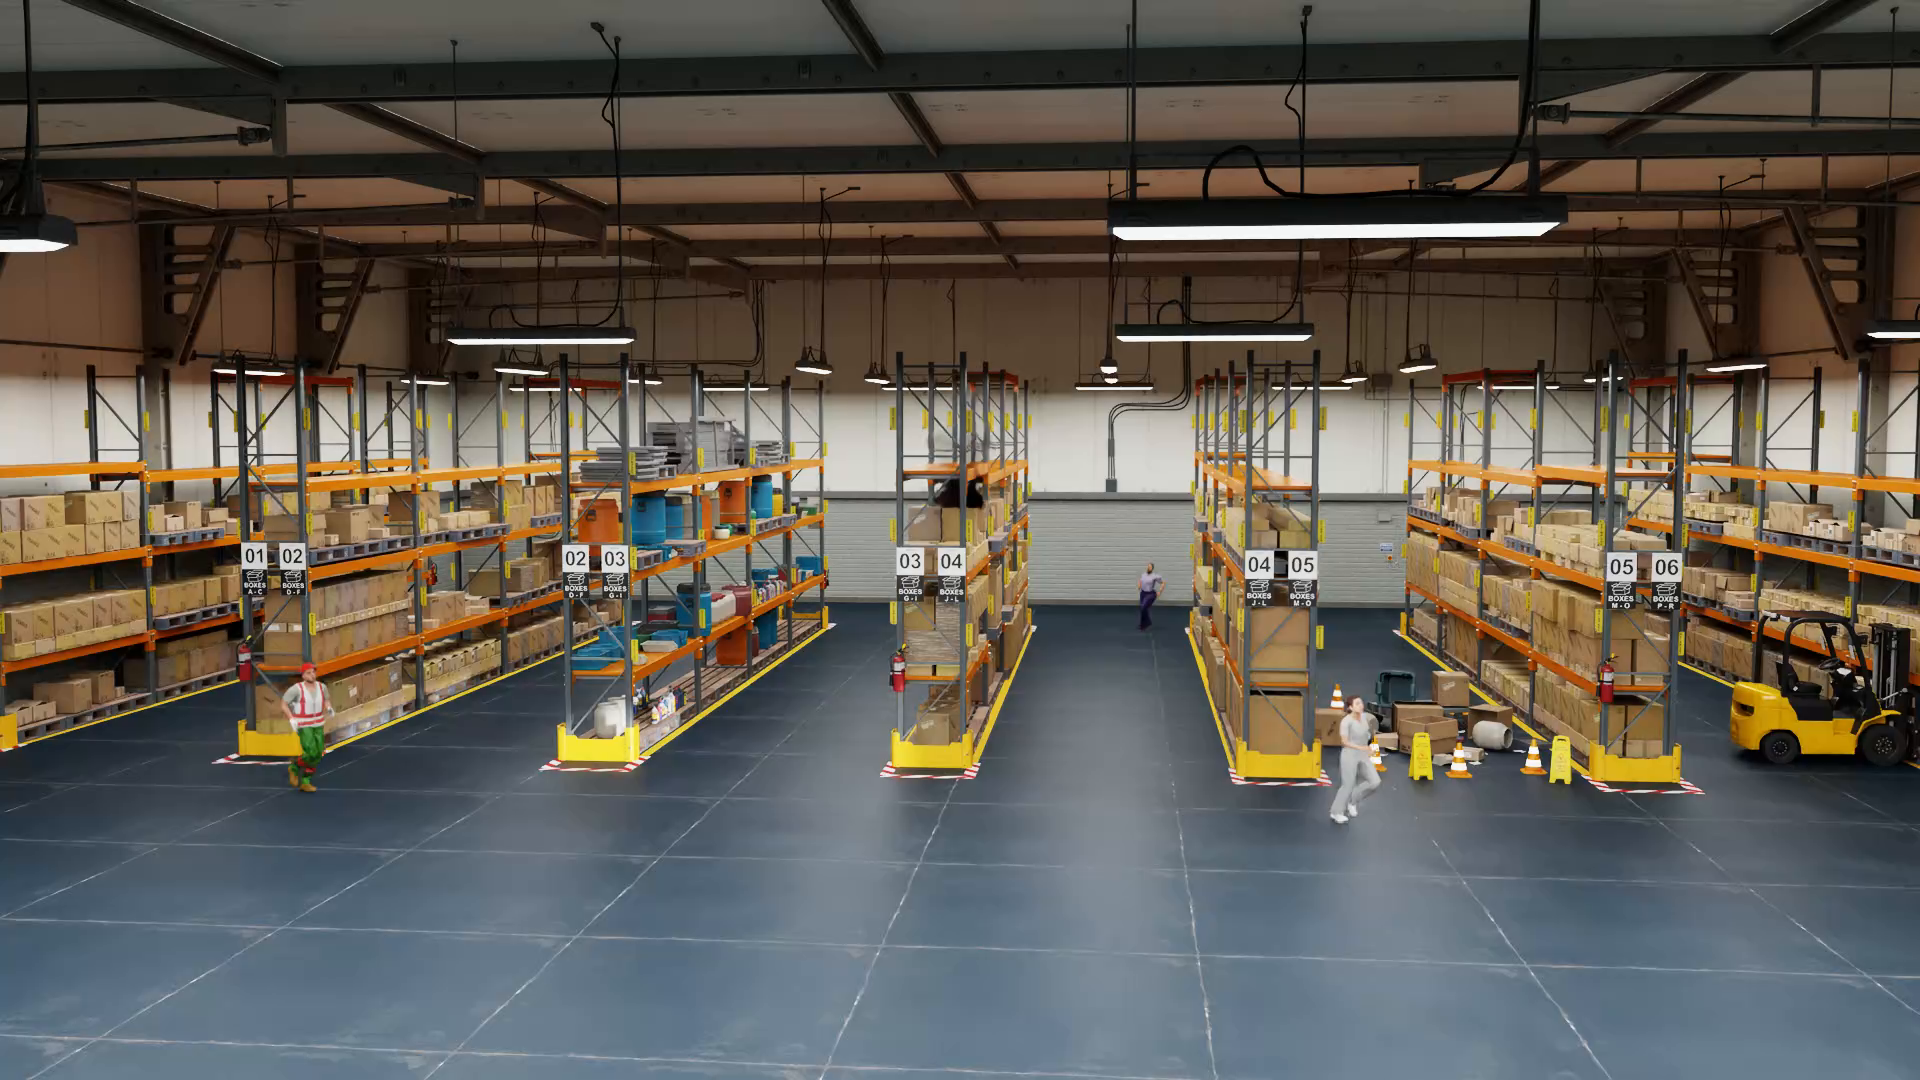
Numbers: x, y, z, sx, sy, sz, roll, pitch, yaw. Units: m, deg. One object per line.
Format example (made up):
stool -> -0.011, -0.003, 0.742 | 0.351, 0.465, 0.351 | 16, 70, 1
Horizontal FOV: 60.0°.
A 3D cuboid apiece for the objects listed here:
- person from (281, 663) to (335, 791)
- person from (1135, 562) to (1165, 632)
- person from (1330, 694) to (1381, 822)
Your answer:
person -> -8.780, 2.529, 22.521 | 0.611, 1.749, 0.638 | 3, 5, 36
person -> 4.517, 1.371, 39.722 | 0.700, 1.677, 0.666 | -4, 6, -44
person -> 4.929, 2.715, 20.639 | 0.585, 1.622, 0.734 | -2, 5, -30
